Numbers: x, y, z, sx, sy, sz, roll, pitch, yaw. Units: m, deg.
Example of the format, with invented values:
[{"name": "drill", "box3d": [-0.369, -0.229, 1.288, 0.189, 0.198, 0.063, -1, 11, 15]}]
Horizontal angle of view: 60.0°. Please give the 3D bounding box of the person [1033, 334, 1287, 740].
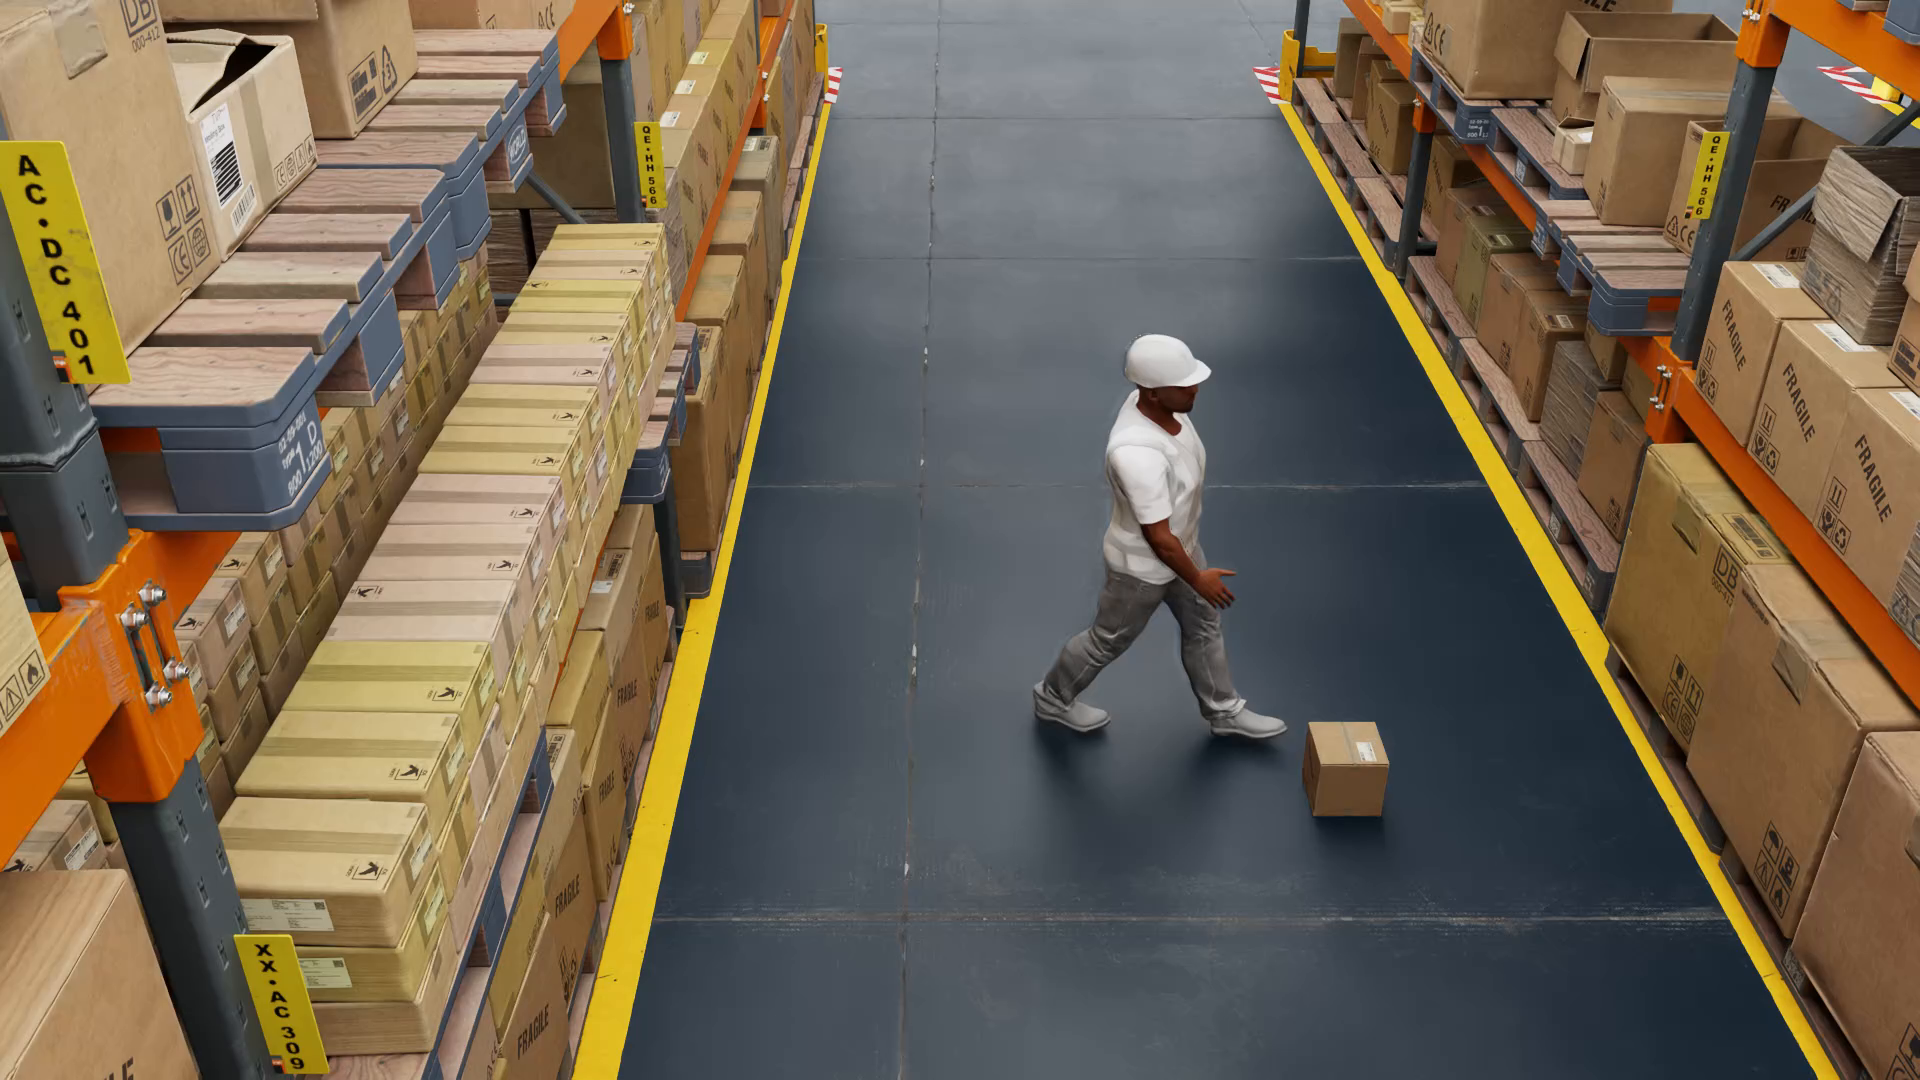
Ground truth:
[{"name": "person", "box3d": [0.758, 0.044, 6.058, 0.980, 1.725, 0.585, 11, 33, 18]}]
